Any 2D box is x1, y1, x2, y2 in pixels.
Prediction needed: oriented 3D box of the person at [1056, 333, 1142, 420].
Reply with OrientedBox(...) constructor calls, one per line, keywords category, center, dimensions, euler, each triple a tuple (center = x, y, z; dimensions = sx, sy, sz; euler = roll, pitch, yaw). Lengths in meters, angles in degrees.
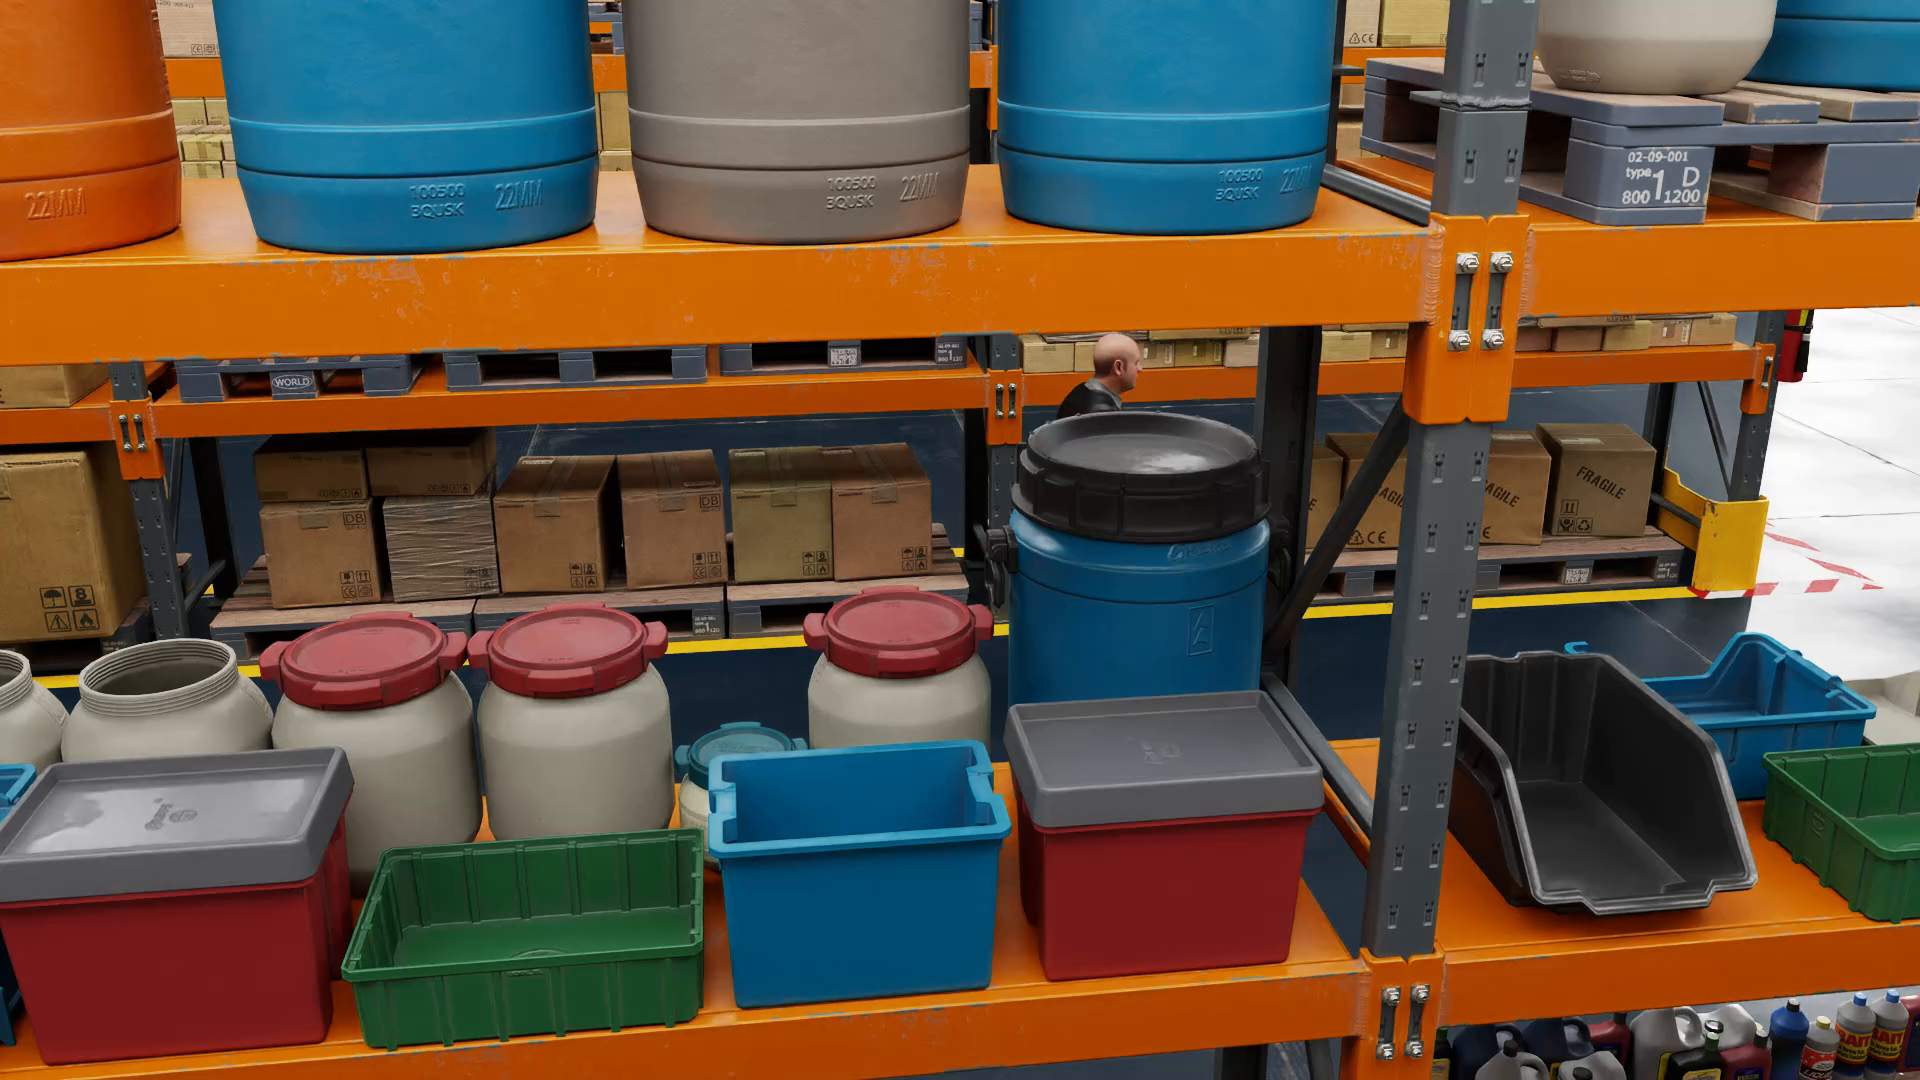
OrientedBox(category="person", center=(0.578, -0.043, 7.229), dimensions=(0.419, 1.720, 0.578), euler=(-3, 20, -8))
